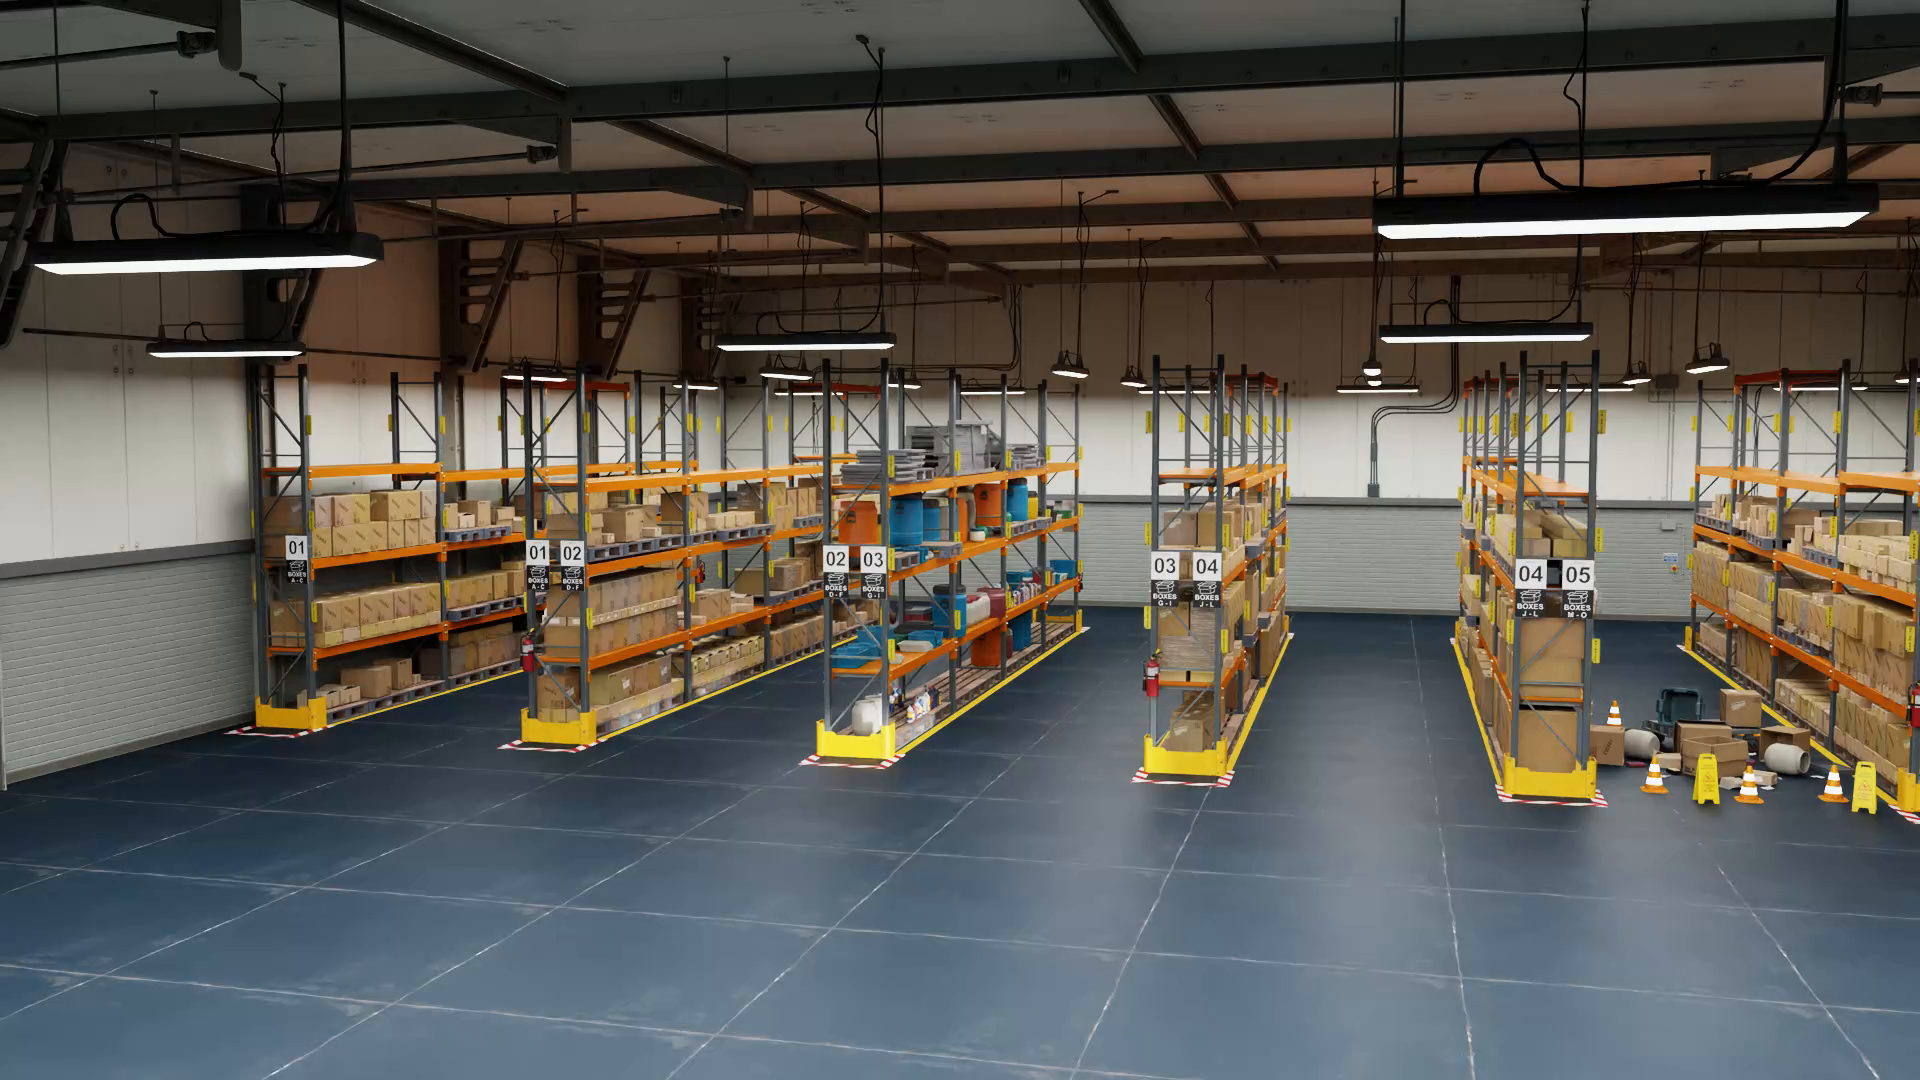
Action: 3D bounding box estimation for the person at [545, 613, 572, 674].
[{"bbox_3d":[-7.739,1.937,32.231,0.507,1.825,0.708,3,5,33],"label":"person"}]

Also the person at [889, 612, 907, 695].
[{"bbox_3d":[-1.114,2.087,30.205,0.610,1.590,0.378,-1,4,-17],"label":"person"}]
